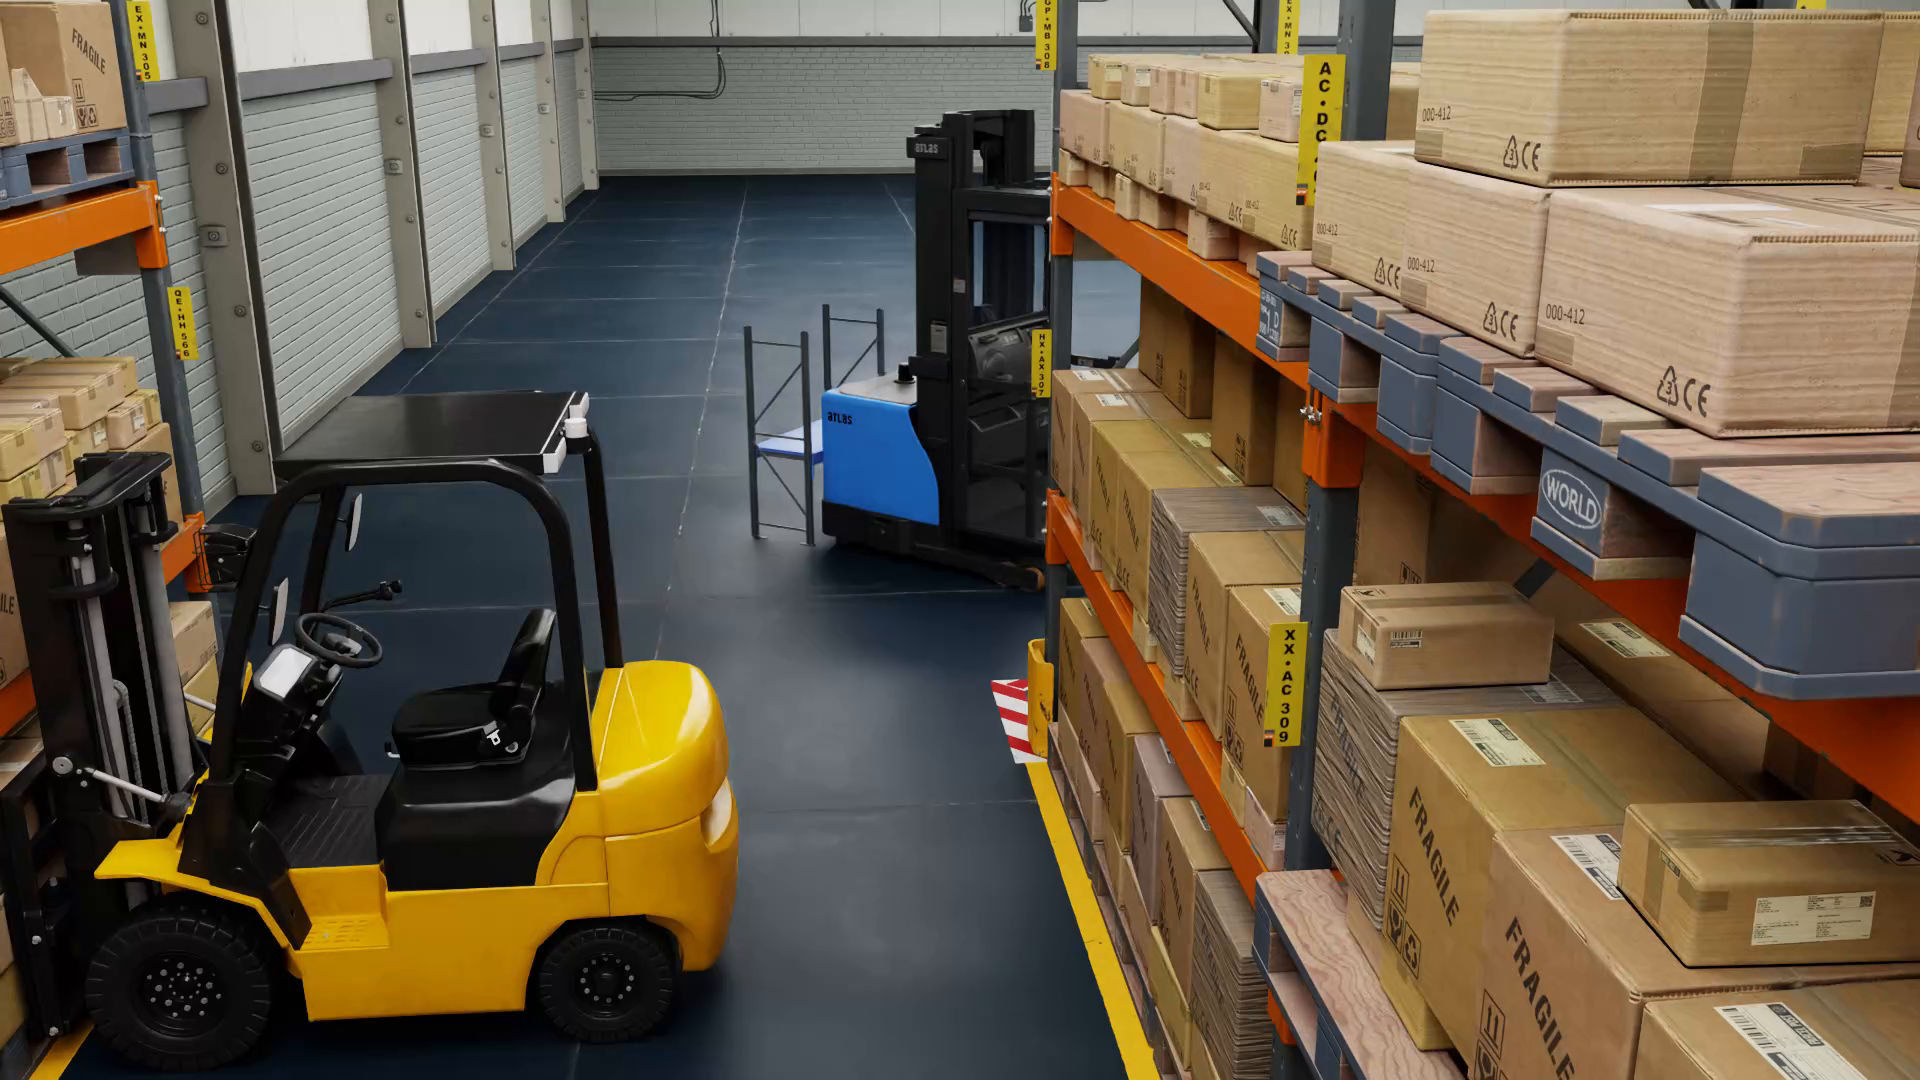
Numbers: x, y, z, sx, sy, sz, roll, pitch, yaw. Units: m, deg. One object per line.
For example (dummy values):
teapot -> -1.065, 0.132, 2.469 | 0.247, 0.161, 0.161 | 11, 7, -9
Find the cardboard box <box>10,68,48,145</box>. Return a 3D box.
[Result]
cardboard box -> -3.594, -1.589, 6.078 | 0.396, 0.266, 0.258 | -2, 18, -5

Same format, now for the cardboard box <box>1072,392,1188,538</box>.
cardboard box -> 0.759, -0.327, 7.046 | 0.500, 0.500, 0.500 | -1, 17, -4

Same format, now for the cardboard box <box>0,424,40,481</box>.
cardboard box -> -3.530, -0.308, 5.905 | 0.380, 0.149, 0.250 | -1, 17, -5

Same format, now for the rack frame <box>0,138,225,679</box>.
rack frame -> -4.007, -0.287, 7.582 | 1.000, 3.000, 0.127 | -2, 18, -6

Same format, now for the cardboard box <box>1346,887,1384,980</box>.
cardboard box -> 1.085, 0.845, 3.697 | 0.380, 0.149, 0.250 | -2, 17, -5

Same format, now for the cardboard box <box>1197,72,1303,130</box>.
cardboard box -> 0.894, -1.257, 4.754 | 0.380, 0.149, 0.250 | -1, 17, -4

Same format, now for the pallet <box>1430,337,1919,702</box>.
pallet -> 1.410, -0.095, 2.276 | 1.213, 0.211, 1.003 | -2, 18, -6

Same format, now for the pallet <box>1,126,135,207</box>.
pallet -> -3.960, -1.464, 6.472 | 1.003, 0.211, 1.213 | -2, 18, -6

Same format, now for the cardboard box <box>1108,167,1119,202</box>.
cardboard box -> 0.800, -1.415, 6.588 | 0.380, 0.149, 0.250 | -2, 18, -6

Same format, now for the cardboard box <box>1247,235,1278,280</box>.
cardboard box -> 1.017, -0.799, 4.624 | 0.380, 0.149, 0.250 | -2, 18, -5

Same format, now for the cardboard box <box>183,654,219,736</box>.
cardboard box -> -3.646, 0.722, 7.425 | 0.500, 0.250, 0.500 | -2, 18, -6

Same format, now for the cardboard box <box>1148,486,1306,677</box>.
cardboard box -> 0.931, 0.129, 5.595 | 0.500, 0.500, 0.500 | -1, 17, -4

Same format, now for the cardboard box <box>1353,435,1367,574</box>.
cardboard box -> 1.481, -0.207, 4.994 | 0.700, 0.500, 0.500 | -2, 18, -5

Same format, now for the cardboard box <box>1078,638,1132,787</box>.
cardboard box -> 0.799, 0.724, 7.000 | 0.500, 0.500, 0.500 | -2, 18, -8

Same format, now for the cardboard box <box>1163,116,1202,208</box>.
cardboard box -> 0.937, -1.177, 5.164 | 0.500, 0.250, 0.500 | -2, 18, -7

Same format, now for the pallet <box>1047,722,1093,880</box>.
pallet -> 0.986, 1.155, 7.645 | 1.003, 0.211, 1.213 | -2, 18, -6

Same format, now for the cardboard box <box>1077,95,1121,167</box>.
cardboard box -> 0.759, -1.634, 6.620 | 0.500, 0.250, 0.500 | -2, 18, -6

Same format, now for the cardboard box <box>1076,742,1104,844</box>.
cardboard box -> 0.783, 1.072, 7.145 | 0.500, 0.250, 0.500 | -1, 17, -4

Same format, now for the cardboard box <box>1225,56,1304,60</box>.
cardboard box -> 1.291, -1.888, 6.762 | 0.380, 0.149, 0.250 | -2, 18, -6

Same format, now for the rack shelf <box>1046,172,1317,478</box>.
rack shelf -> 1.136, -0.933, 5.834 | 1.077, 0.370, 4.000 | -2, 18, -6

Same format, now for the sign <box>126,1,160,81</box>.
sign -> -3.466, -2.115, 7.052 | 0.100, 0.325, 0.005 | -2, 18, -6

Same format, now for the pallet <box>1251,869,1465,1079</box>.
pallet -> 1.276, 1.074, 3.567 | 1.003, 0.211, 1.213 | -2, 18, -6

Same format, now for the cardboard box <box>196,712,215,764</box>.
cardboard box -> -3.645, 0.955, 7.516 | 0.500, 0.250, 0.500 | -2, 18, -5

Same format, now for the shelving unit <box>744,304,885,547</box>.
shelving unit -> -1.010, -0.843, 11.859 | 0.538, 1.500, 1.048 | 9, 19, 26

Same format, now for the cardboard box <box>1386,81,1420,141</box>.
cardboard box -> 1.092, -1.029, 4.026 | 0.380, 0.149, 0.250 | -1, 17, -4

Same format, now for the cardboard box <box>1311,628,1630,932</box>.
cardboard box -> 1.105, 0.509, 3.682 | 0.500, 0.500, 0.500 | -1, 17, -4

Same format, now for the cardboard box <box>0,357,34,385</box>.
cardboard box -> -4.185, -0.679, 7.085 | 0.380, 0.149, 0.250 | -2, 18, -7

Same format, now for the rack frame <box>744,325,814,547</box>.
rack frame -> -1.242, -0.708, 11.427 | 0.500, 1.500, 0.032 | 9, 19, 26

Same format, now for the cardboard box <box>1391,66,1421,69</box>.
cardboard box -> 1.445, -1.431, 5.308 | 0.380, 0.149, 0.250 | -2, 18, -6

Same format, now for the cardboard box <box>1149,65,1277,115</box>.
cardboard box -> 0.837, -1.488, 5.488 | 0.380, 0.149, 0.250 | -2, 17, -5

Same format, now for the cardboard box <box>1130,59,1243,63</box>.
cardboard box -> 0.842, -1.722, 6.233 | 0.380, 0.149, 0.250 | -2, 18, -6

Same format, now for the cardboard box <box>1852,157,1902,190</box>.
cardboard box -> 1.593, -0.489, 2.767 | 0.500, 0.250, 0.500 | -2, 17, -5

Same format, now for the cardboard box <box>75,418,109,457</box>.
cardboard box -> -3.671, -0.395, 6.676 | 0.380, 0.149, 0.250 | -1, 17, -5

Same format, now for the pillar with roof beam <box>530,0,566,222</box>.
pillar with roof beam -> -3.025, -10.197, 29.133 | 9.100, 9.000, 0.400 | -2, 18, -6

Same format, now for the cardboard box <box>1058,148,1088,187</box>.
cardboard box -> 0.641, -1.643, 7.315 | 0.380, 0.149, 0.250 | -2, 18, -6

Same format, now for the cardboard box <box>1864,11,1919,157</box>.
cardboard box -> 1.528, -0.879, 3.176 | 0.500, 0.250, 0.500 | -1, 17, -4

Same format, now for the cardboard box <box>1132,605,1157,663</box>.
cardboard box -> 0.838, 0.329, 6.041 | 0.380, 0.149, 0.250 | -2, 18, -5

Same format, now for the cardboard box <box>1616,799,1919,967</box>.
cardboard box -> 1.253, 0.523, 2.556 | 0.380, 0.149, 0.250 | -1, 17, -3

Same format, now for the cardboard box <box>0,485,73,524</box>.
cardboard box -> -3.598, 0.112, 6.146 | 0.500, 0.500, 0.500 | -2, 18, -7

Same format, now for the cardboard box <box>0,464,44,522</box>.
cardboard box -> -3.536, -0.168, 5.953 | 0.380, 0.149, 0.250 | -2, 18, -5

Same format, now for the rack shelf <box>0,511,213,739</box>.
rack shelf -> -3.801, 0.653, 5.792 | 1.077, 0.370, 4.000 | -2, 18, -6

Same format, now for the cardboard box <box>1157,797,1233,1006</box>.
cardboard box -> 0.960, 1.185, 5.532 | 0.500, 0.500, 0.500 | -1, 17, -5

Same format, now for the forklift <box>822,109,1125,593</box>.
forklift -> 0.525, -1.238, 10.727 | 3.031, 2.935, 1.130 | 13, 21, 35

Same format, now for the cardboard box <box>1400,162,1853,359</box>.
cardboard box -> 1.057, -0.472, 2.713 | 0.500, 0.250, 0.500 | -2, 18, -6

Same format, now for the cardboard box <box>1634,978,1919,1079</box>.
cardboard box -> 1.258, 0.959, 2.250 | 0.500, 0.500, 0.500 | -2, 18, -8

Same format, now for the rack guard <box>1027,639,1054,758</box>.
rack guard -> 0.937, 0.774, 8.376 | 1.175, 0.500, 0.348 | -2, 18, -6

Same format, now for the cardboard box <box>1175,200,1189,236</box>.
cardboard box -> 0.941, -1.109, 5.612 | 0.380, 0.149, 0.250 | -2, 18, -6

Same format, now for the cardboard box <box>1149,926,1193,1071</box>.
cardboard box -> 0.949, 1.536, 5.666 | 0.500, 0.250, 0.500 | -2, 18, -7

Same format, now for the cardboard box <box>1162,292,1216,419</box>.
cardboard box -> 1.244, -0.811, 6.920 | 0.700, 0.500, 0.500 | -2, 18, -5

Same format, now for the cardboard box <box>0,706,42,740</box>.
cardboard box -> -3.529, 0.777, 6.413 | 0.500, 0.250, 0.500 | -2, 17, -5

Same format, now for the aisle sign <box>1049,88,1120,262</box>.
aisle sign -> 0.615, -1.690, 7.713 | 0.394, 0.787, 0.004 | -2, 18, -6

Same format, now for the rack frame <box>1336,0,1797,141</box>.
rack frame -> 1.342, -2.111, 3.379 | 1.000, 3.000, 0.127 | -2, 18, -6

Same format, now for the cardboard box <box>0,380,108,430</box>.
cardboard box -> -3.651, -0.536, 6.629 | 0.380, 0.149, 0.250 | -1, 17, -4

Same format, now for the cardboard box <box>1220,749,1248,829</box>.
cardboard box -> 0.973, 0.710, 4.827 | 0.380, 0.149, 0.250 | -1, 17, -4

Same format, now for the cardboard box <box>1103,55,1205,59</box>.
cardboard box -> 0.805, -1.946, 6.948 | 0.380, 0.149, 0.250 | -2, 18, -6

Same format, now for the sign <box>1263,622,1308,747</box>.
sign -> 0.803, 0.357, 4.088 | 0.100, 0.325, 0.005 | -2, 18, -6

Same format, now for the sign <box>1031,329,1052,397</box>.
sign -> 0.390, -0.837, 7.891 | 0.100, 0.325, 0.005 | -2, 18, -6

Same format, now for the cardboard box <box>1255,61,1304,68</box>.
cardboard box -> 1.285, -1.659, 6.032 | 0.380, 0.149, 0.250 | -2, 18, -7
